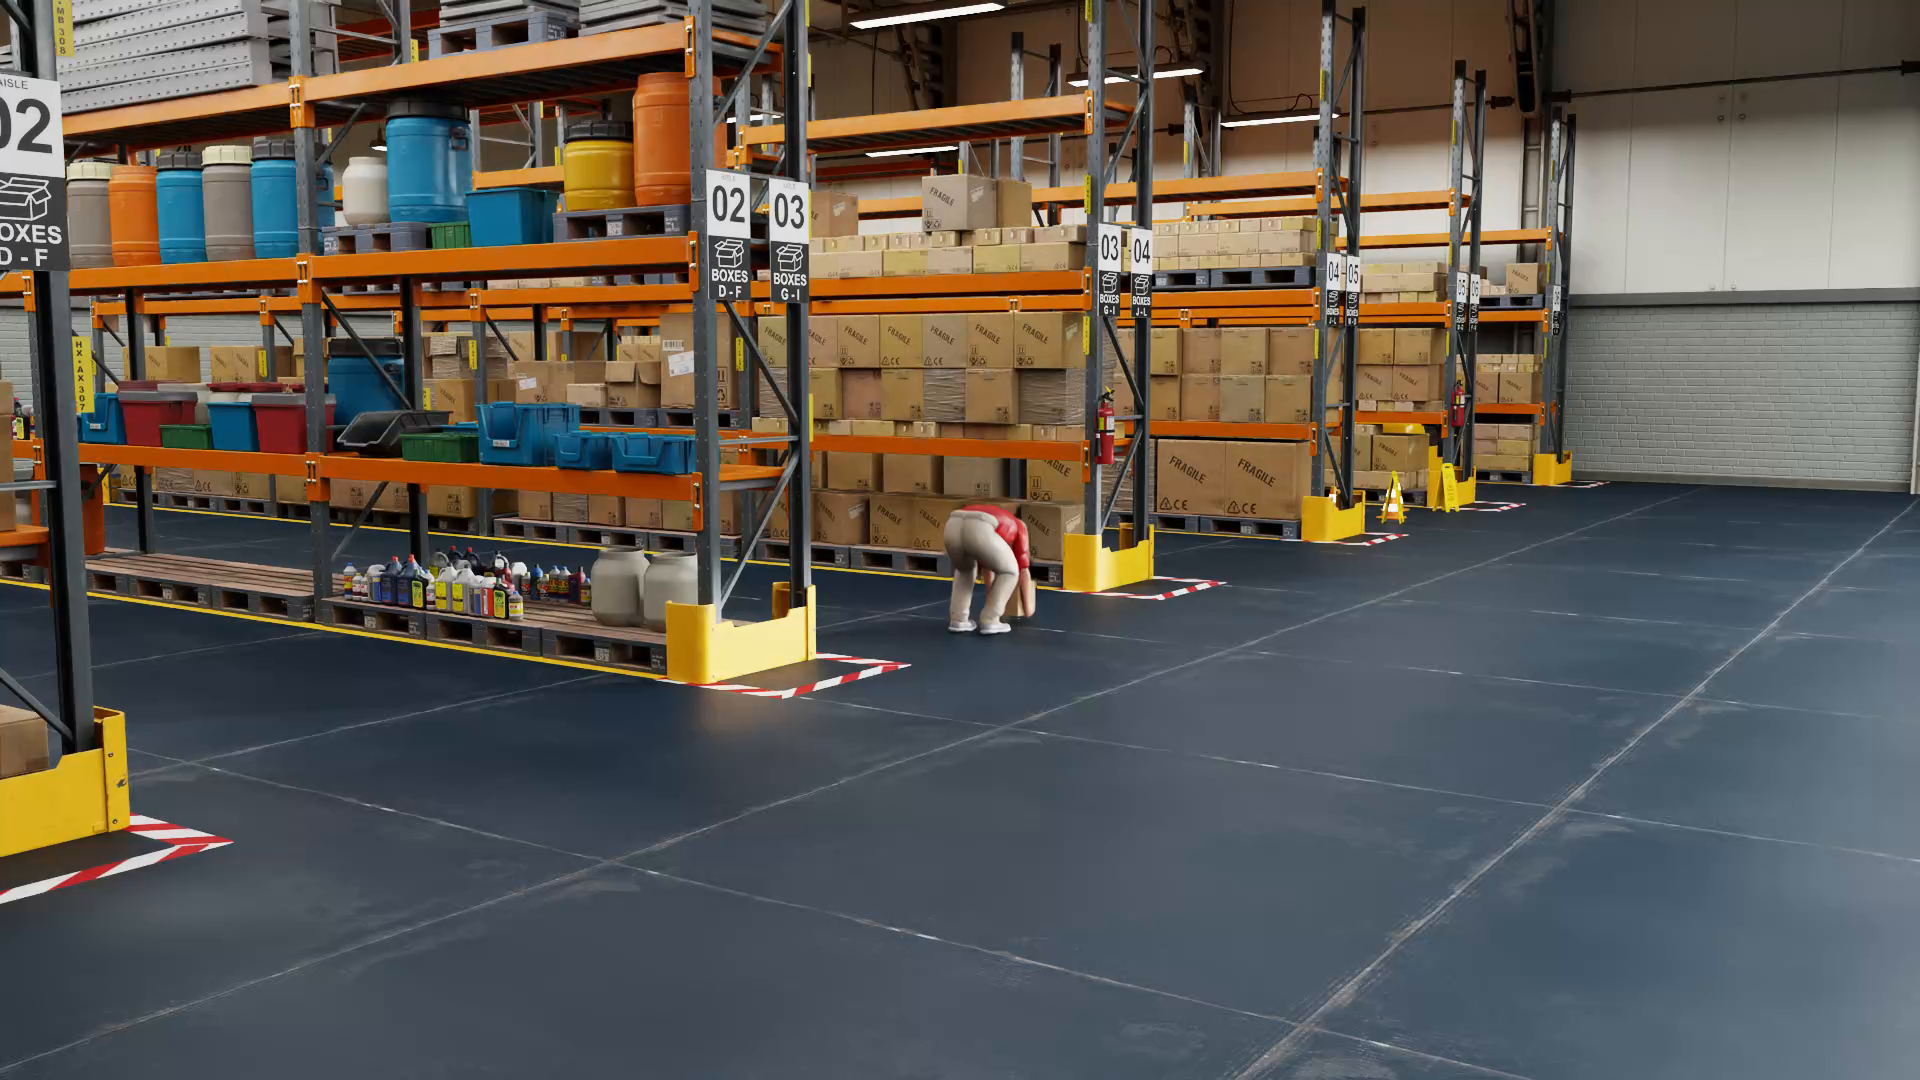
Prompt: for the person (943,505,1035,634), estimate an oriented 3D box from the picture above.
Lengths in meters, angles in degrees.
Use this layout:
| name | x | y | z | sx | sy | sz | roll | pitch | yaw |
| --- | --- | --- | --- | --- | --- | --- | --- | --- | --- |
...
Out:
| name | x | y | z | sx | sy | sz | roll | pitch | yaw |
| --- | --- | --- | --- | --- | --- | --- | --- | --- | --- |
| person | 0.230 | 0.199 | 12.554 | 0.524 | 0.962 | 0.957 | 4 | 7 | 31 |
